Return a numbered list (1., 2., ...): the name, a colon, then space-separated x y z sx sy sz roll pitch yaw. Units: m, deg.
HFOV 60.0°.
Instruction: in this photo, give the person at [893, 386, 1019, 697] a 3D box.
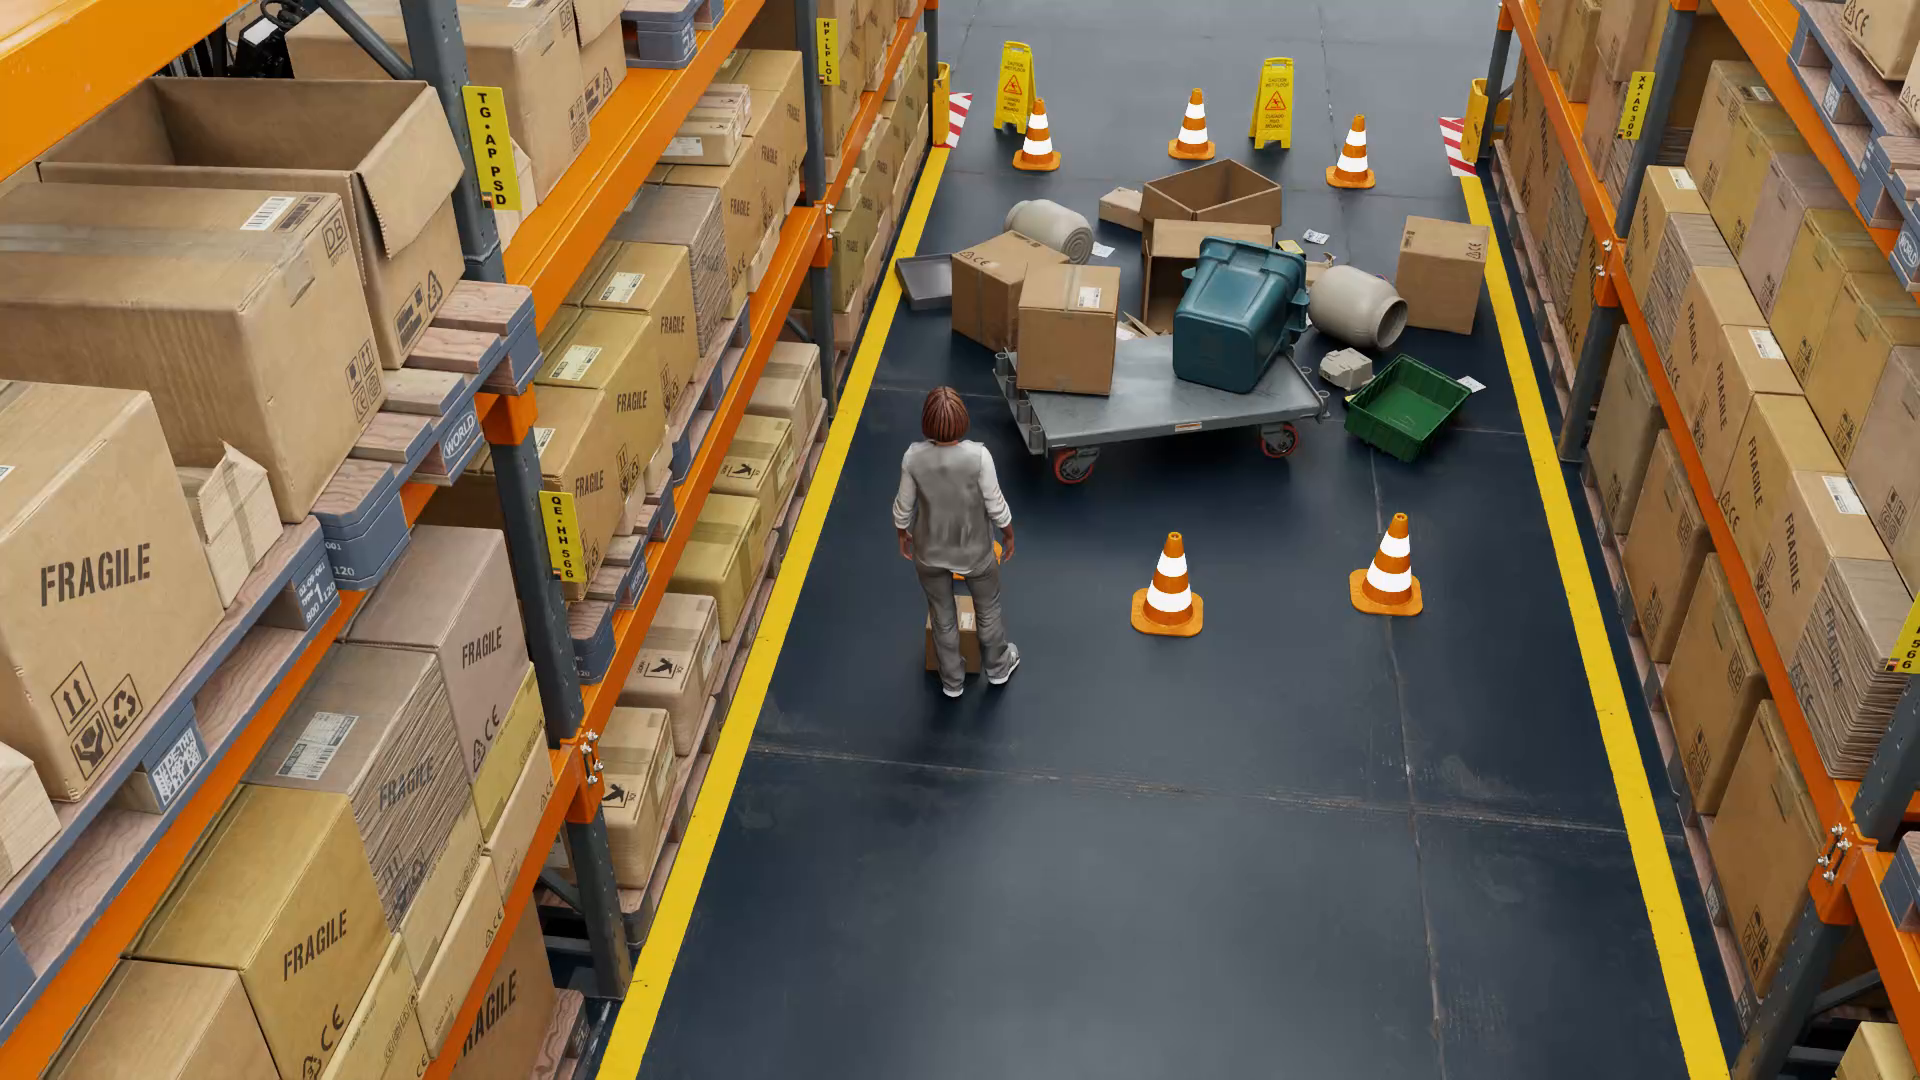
1. person: -0.006 -0.007 7.039 0.521 1.600 0.472 4 37 6
